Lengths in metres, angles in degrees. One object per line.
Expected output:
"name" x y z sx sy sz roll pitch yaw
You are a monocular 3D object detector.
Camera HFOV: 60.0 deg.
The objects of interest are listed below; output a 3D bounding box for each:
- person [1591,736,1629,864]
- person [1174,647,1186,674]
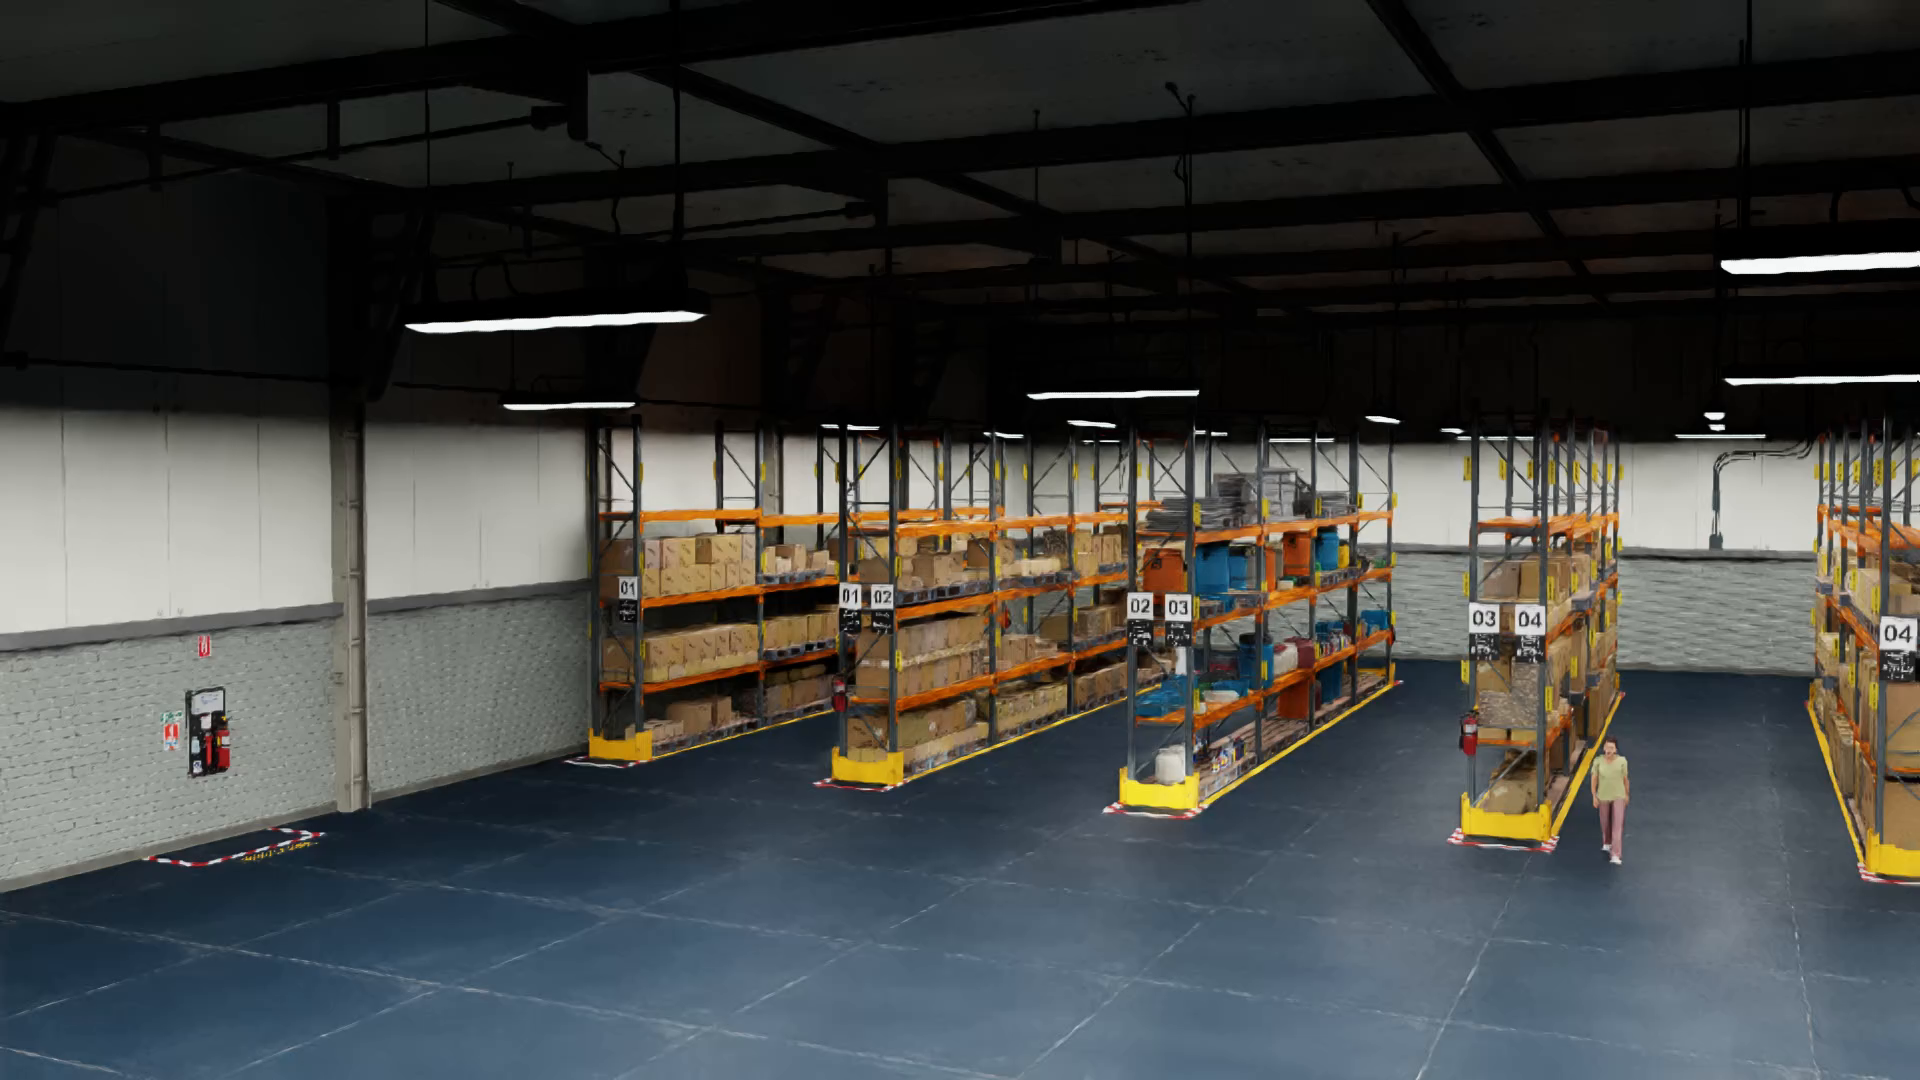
"person" 8.366 3.306 21.436 0.448 1.590 1.109 1 3 27
"person" 4.541 2.710 34.051 0.516 1.777 0.628 0 2 -2
